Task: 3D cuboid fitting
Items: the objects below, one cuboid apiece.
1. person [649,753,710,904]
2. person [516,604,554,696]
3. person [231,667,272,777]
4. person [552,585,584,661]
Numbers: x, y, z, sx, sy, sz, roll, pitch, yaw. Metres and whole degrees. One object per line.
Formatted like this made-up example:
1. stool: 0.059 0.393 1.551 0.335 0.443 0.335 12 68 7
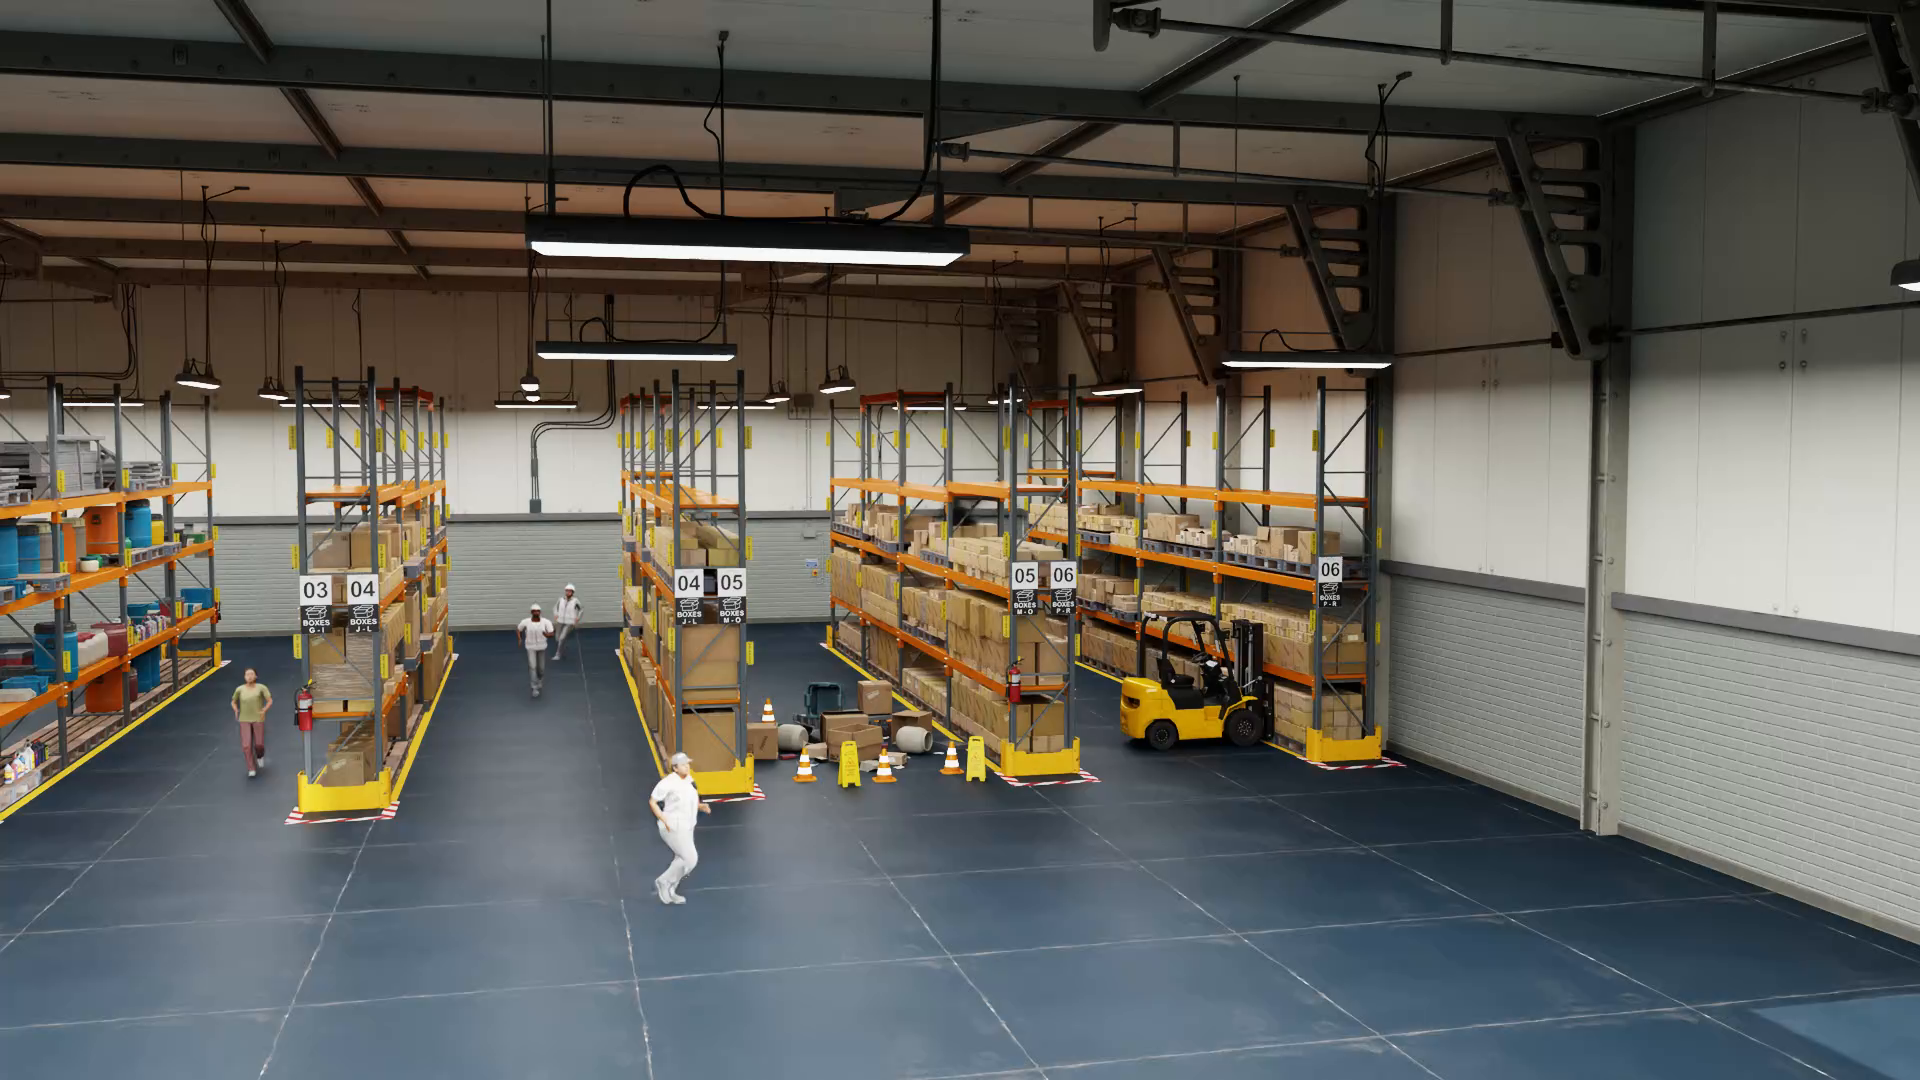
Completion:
1. person: -2.991 3.110 17.971 0.574 1.634 0.588 1 4 21
2. person: -8.348 2.138 32.753 0.691 1.752 0.989 -1 4 -22
3. person: -10.597 2.704 24.874 0.578 1.619 0.569 -1 4 -17
4. person: -8.981 1.878 38.053 0.707 1.712 0.740 0 3 4
